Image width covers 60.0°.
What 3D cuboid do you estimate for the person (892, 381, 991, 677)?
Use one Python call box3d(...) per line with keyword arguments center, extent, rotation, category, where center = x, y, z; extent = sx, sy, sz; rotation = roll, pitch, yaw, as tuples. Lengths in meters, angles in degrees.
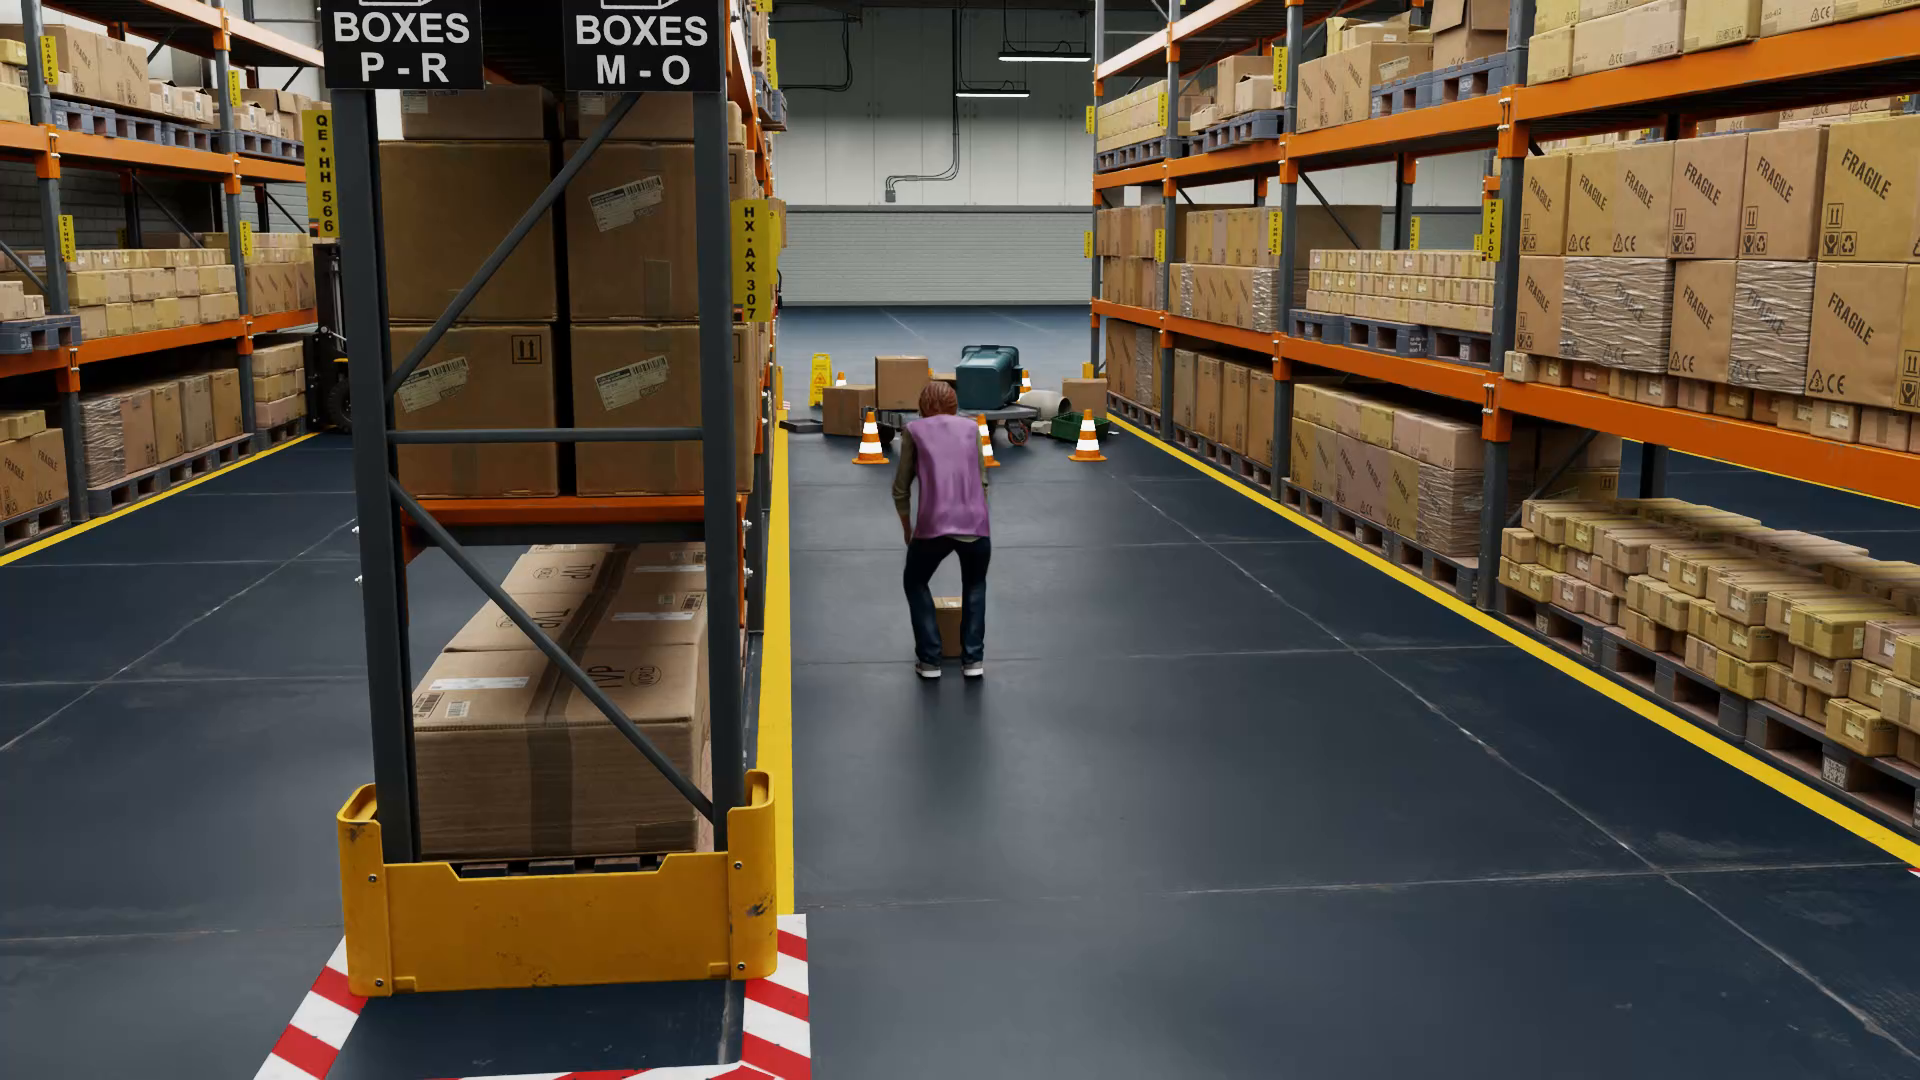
box3d(center=(-0.082, -0.033, 7.811), extent=(0.460, 1.361, 0.601), rotation=(-1, 10, -6), category="person")
